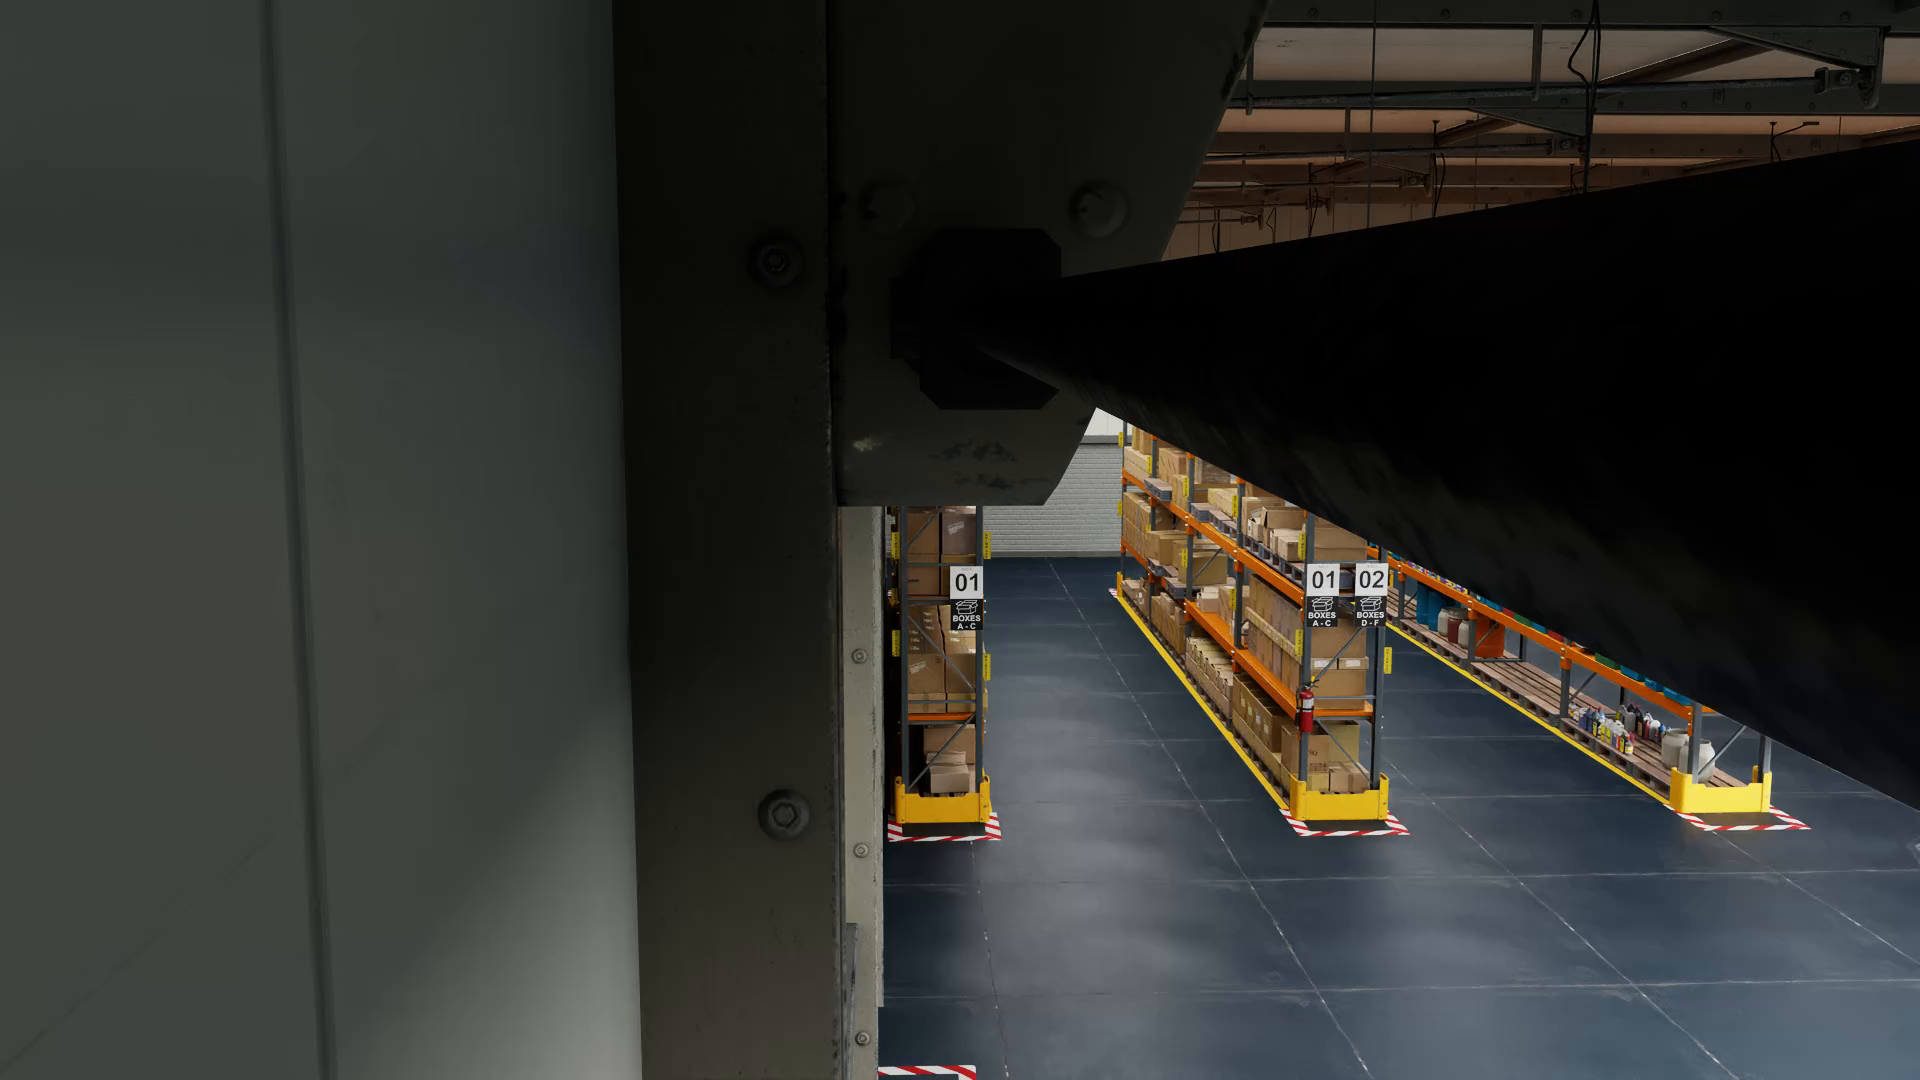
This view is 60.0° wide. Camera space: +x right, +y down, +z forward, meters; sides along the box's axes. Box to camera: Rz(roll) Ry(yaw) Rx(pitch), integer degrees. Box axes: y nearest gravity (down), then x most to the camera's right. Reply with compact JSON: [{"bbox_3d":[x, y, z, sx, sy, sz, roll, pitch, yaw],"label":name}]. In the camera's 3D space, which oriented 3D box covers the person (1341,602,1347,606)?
[{"bbox_3d":[6.795,1.291,30.249,0.581,1.608,0.681,-2,8,-11],"label":"person"}]
